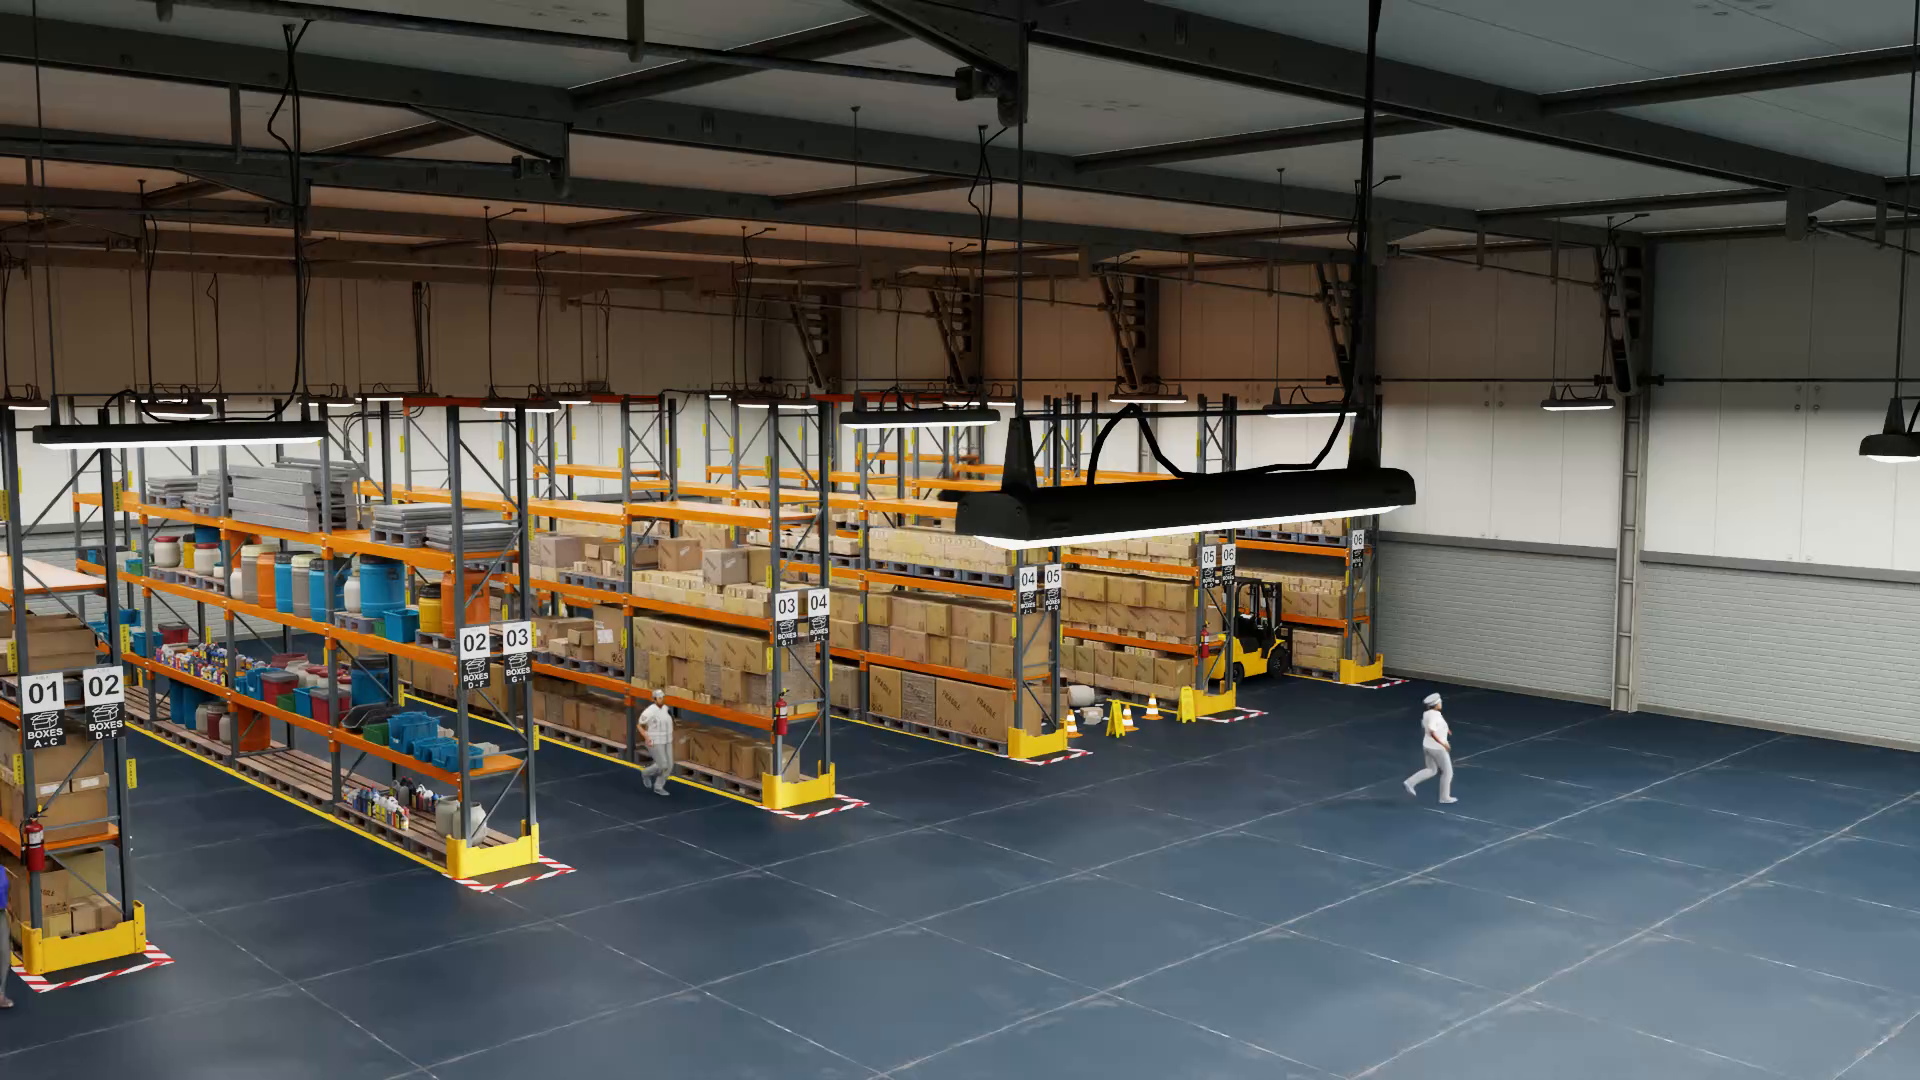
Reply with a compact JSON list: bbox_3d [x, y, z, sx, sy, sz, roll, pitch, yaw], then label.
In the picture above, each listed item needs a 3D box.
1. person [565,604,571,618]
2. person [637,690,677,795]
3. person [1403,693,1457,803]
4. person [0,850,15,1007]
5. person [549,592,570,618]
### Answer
[{"bbox_3d":[-9.749,1.501,41.272,0.643,1.735,0.771,5,7,41],"label":"person"},{"bbox_3d":[-4.566,3.090,25.319,0.547,1.611,0.607,4,7,37],"label":"person"},{"bbox_3d":[7.083,3.102,24.791,0.747,1.667,0.588,-1,6,-10],"label":"person"},{"bbox_3d":[-9.900,3.889,16.978,0.828,1.605,0.640,1,6,14],"label":"person"},{"bbox_3d":[-8.770,1.978,36.417,0.793,1.734,0.573,5,8,45],"label":"person"}]
